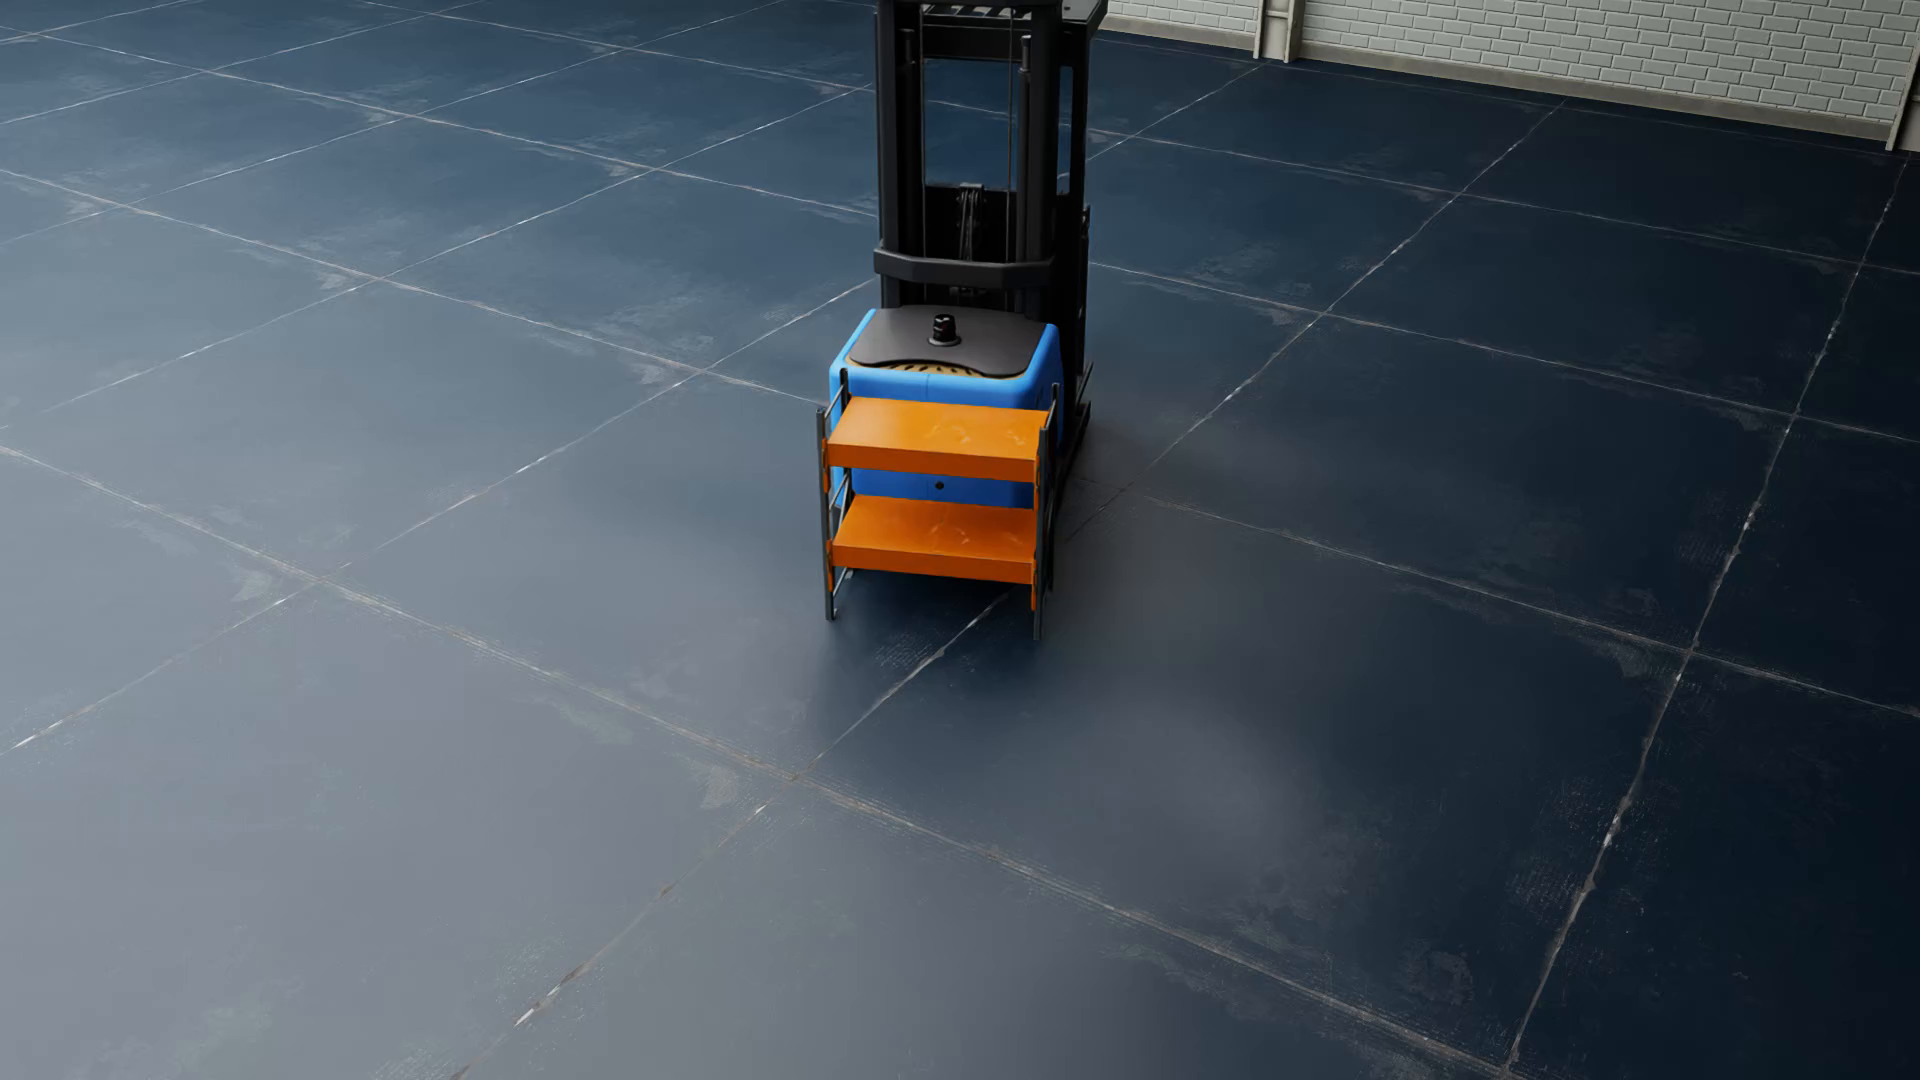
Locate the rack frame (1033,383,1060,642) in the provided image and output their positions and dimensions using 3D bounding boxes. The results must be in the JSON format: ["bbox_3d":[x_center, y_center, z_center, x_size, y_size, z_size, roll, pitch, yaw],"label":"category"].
[{"bbox_3d":[0.408,-0.125,7.847,0.032,1.125,0.500,5,31,9],"label":"rack frame"}]

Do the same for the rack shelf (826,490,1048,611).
[{"bbox_3d":[-0.093,0.042,8.047,1.000,0.278,0.538,5,31,9],"label":"rack shelf"}]

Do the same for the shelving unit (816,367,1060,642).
[{"bbox_3d":[-0.093,-0.169,7.924,1.048,1.125,0.538,5,31,9],"label":"shelving unit"}]

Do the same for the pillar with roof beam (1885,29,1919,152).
[{"bbox_3d":[6.108,-5.499,9.247,0.400,9.000,9.100,18,35,27],"label":"pillar with roof beam"}]

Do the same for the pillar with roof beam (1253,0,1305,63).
[{"bbox_3d":[1.026,-7.107,12.002,0.400,9.000,9.100,18,35,27],"label":"pillar with roof beam"}]

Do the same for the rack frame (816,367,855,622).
[{"bbox_3d":[-0.593,-0.214,8.001,0.032,1.125,0.500,5,31,9],"label":"rack frame"}]

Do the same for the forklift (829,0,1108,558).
[{"bbox_3d":[0.160,-1.852,9.016,1.130,2.935,3.031,6,31,11],"label":"forklift"}]

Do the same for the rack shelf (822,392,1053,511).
[{"bbox_3d":[-0.093,-0.422,7.777,1.000,0.278,0.538,5,31,9],"label":"rack shelf"}]
